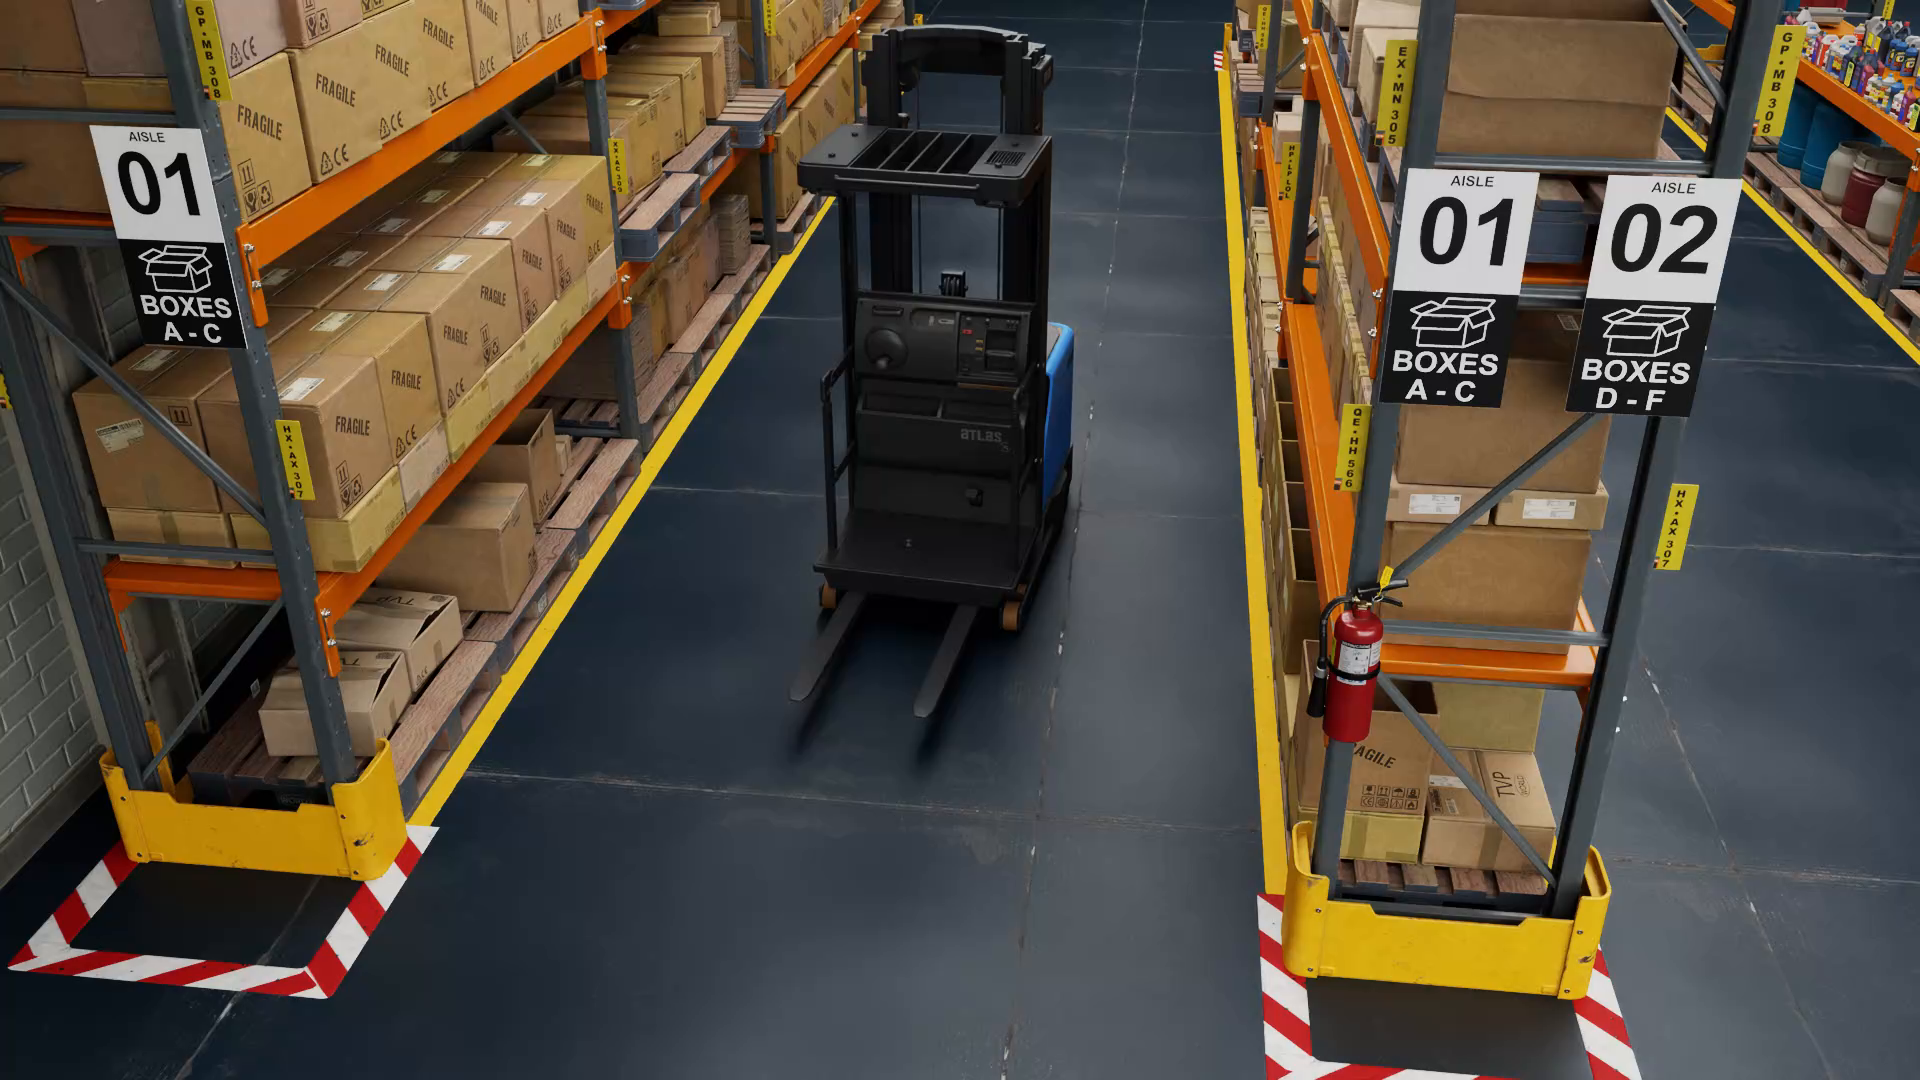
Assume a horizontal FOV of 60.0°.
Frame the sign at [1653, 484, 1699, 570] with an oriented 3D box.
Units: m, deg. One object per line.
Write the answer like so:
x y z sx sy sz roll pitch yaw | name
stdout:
2.435 -0.043 5.671 0.100 0.325 0.005 3 28 6 | sign

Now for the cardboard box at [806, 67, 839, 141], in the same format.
-1.618 -4.103 16.028 0.750 0.750 0.750 4 29 8 | cardboard box

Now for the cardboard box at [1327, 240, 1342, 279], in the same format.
2.059 -1.396 8.389 0.380 0.149 0.250 3 28 6 | cardboard box

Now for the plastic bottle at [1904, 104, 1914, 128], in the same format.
7.439 -3.319 12.958 0.097 0.201 0.097 0 28 0 | plastic bottle

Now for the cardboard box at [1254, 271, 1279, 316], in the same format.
2.327 -1.690 11.589 0.500 0.311 0.500 3 28 6 | cardboard box

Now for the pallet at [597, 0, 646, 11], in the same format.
-2.360 -3.353 9.847 1.213 0.211 1.003 3 28 6 | pallet

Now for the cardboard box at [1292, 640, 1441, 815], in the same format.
1.655 0.764 6.836 0.500 0.500 0.500 3 28 6 | cardboard box

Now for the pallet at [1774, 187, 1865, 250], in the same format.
7.988 -2.857 14.830 1.003 0.211 1.213 3 28 6 | pallet

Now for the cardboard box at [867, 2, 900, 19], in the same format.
-0.923 -6.323 19.833 0.380 0.149 0.250 4 29 8 | cardboard box

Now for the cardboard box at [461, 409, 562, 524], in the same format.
-2.629 -0.433 9.564 0.500 0.500 0.500 1 28 2 | cardboard box

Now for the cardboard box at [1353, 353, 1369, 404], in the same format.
1.870 -0.668 7.038 0.380 0.149 0.250 4 29 8 | cardboard box

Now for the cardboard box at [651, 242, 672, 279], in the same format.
-2.357 -2.055 11.782 0.500 0.250 0.500 3 28 5 | cardboard box

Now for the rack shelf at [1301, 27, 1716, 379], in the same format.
2.130 -1.607 7.167 1.077 0.370 4.000 3 28 6 | rack shelf

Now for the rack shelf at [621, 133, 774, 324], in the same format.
-2.297 -2.456 11.904 1.077 0.370 4.000 3 28 6 | rack shelf

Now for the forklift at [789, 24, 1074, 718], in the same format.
-0.141 -1.002 8.520 1.130 2.935 3.031 6 29 11 | forklift

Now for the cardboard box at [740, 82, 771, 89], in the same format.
-1.781 -3.754 13.799 0.380 0.149 0.250 3 28 5 | cardboard box

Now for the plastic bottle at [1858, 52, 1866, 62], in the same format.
7.646 -3.986 14.110 0.061 0.283 0.133 3 28 6 | plastic bottle

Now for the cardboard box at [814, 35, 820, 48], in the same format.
-1.521 -4.724 15.600 0.380 0.149 0.250 3 28 5 | cardboard box

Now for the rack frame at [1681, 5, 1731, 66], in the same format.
8.761 -6.904 19.402 1.000 3.000 0.127 3 28 6 | rack frame

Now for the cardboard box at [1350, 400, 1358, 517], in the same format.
2.081 -0.406 7.236 0.700 0.500 0.500 4 29 7 | cardboard box

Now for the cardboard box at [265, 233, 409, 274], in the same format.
-2.993 -1.172 8.110 0.500 0.500 0.500 4 29 7 | cardboard box

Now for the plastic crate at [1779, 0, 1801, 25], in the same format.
7.990 -5.280 16.342 0.392 0.384 0.575 3 28 6 | plastic crate

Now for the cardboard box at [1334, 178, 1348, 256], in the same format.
2.266 -1.713 8.294 0.700 0.500 0.500 3 28 6 | cardboard box

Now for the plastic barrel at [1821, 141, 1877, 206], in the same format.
7.943 -3.262 14.822 0.421 0.512 0.421 0 28 0 | plastic barrel

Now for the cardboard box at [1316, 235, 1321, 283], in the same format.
2.392 -1.713 9.926 0.500 0.250 0.500 5 29 9 | cardboard box

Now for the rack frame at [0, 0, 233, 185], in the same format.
-3.032 -2.589 5.068 1.000 3.000 0.127 3 28 6 | rack frame

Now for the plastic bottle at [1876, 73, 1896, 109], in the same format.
7.515 -3.642 13.483 0.097 0.271 0.097 0 28 0 | plastic bottle

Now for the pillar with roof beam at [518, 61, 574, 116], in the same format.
1.203 -5.543 10.551 9.100 9.000 0.400 3 28 6 | pillar with roof beam

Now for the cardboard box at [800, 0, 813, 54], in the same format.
-1.603 -4.591 14.669 0.500 0.500 0.500 3 28 6 | cardboard box

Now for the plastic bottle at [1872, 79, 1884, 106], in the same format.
7.527 -3.657 13.585 0.097 0.201 0.097 0 28 0 | plastic bottle

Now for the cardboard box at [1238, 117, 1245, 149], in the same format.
3.054 -4.190 16.537 0.500 0.500 0.500 2 28 4 | cardboard box

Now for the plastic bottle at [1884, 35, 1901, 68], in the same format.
8.311 -4.349 14.796 0.097 0.271 0.097 0 28 0 | plastic bottle

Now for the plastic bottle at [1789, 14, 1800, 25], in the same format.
7.786 -4.759 15.544 0.061 0.283 0.133 3 28 6 | plastic bottle

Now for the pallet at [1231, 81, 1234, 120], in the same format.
3.588 -4.982 18.775 1.003 0.211 1.213 3 28 6 | pallet

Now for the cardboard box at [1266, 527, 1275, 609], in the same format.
1.885 0.151 8.763 0.500 0.250 0.500 3 28 6 | cardboard box

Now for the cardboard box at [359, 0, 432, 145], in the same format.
-2.582 -1.960 6.936 0.500 0.500 0.500 5 29 9 | cardboard box

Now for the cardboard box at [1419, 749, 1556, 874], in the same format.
2.172 1.124 6.957 0.500 0.250 0.500 3 28 6 | cardboard box

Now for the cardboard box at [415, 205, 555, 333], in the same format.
-2.420 -1.392 8.517 0.500 0.500 0.500 3 28 5 | cardboard box

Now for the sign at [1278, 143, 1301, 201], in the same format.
1.836 -2.047 9.249 0.100 0.325 0.005 3 28 6 | sign

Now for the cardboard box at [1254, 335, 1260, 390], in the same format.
2.264 -1.210 11.290 0.500 0.250 0.500 4 29 7 | cardboard box

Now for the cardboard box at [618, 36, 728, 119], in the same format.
-2.141 -3.465 12.450 0.700 0.500 0.500 1 28 1 | cardboard box

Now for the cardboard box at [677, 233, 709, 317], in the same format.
-2.299 -1.994 12.460 0.700 0.500 0.500 3 28 6 | cardboard box

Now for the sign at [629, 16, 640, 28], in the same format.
-2.603 -4.254 13.264 0.100 0.325 0.005 3 28 6 | sign

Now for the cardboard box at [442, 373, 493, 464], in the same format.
-2.539 -0.587 7.814 0.500 0.250 0.500 3 28 5 | cardboard box

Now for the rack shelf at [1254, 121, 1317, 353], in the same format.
2.620 -2.170 11.373 1.077 0.370 4.000 3 28 6 | rack shelf

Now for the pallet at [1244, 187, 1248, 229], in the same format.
3.146 -3.122 15.323 1.003 0.211 1.213 3 28 6 | pallet

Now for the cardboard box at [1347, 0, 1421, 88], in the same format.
1.833 -2.009 6.658 0.500 0.311 0.500 7 29 12 | cardboard box

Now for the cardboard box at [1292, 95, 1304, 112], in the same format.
2.777 -3.220 12.658 0.500 0.311 0.500 5 29 9 | cardboard box

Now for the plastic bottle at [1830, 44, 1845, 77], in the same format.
7.653 -4.171 14.465 0.097 0.271 0.097 0 28 0 | plastic bottle

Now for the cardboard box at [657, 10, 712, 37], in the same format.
-2.089 -3.921 12.612 0.380 0.149 0.250 -1 28 -2 | cardboard box

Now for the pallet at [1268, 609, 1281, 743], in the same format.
2.089 0.630 8.357 1.003 0.211 1.213 3 28 6 | pallet

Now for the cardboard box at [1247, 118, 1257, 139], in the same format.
2.871 -3.814 15.047 0.500 0.250 0.500 3 28 5 | cardboard box

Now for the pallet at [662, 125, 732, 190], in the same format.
-2.253 -2.695 11.793 1.003 0.211 1.213 3 28 6 | pallet

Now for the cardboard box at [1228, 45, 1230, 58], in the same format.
3.423 -5.845 19.960 0.380 0.166 0.250 3 28 6 | cardboard box

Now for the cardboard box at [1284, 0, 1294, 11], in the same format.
3.132 -4.379 14.168 0.700 0.500 0.500 9 30 16 | cardboard box

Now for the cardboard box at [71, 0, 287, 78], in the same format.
-2.744 -1.929 5.825 0.500 0.500 0.500 1 28 3 | cardboard box
